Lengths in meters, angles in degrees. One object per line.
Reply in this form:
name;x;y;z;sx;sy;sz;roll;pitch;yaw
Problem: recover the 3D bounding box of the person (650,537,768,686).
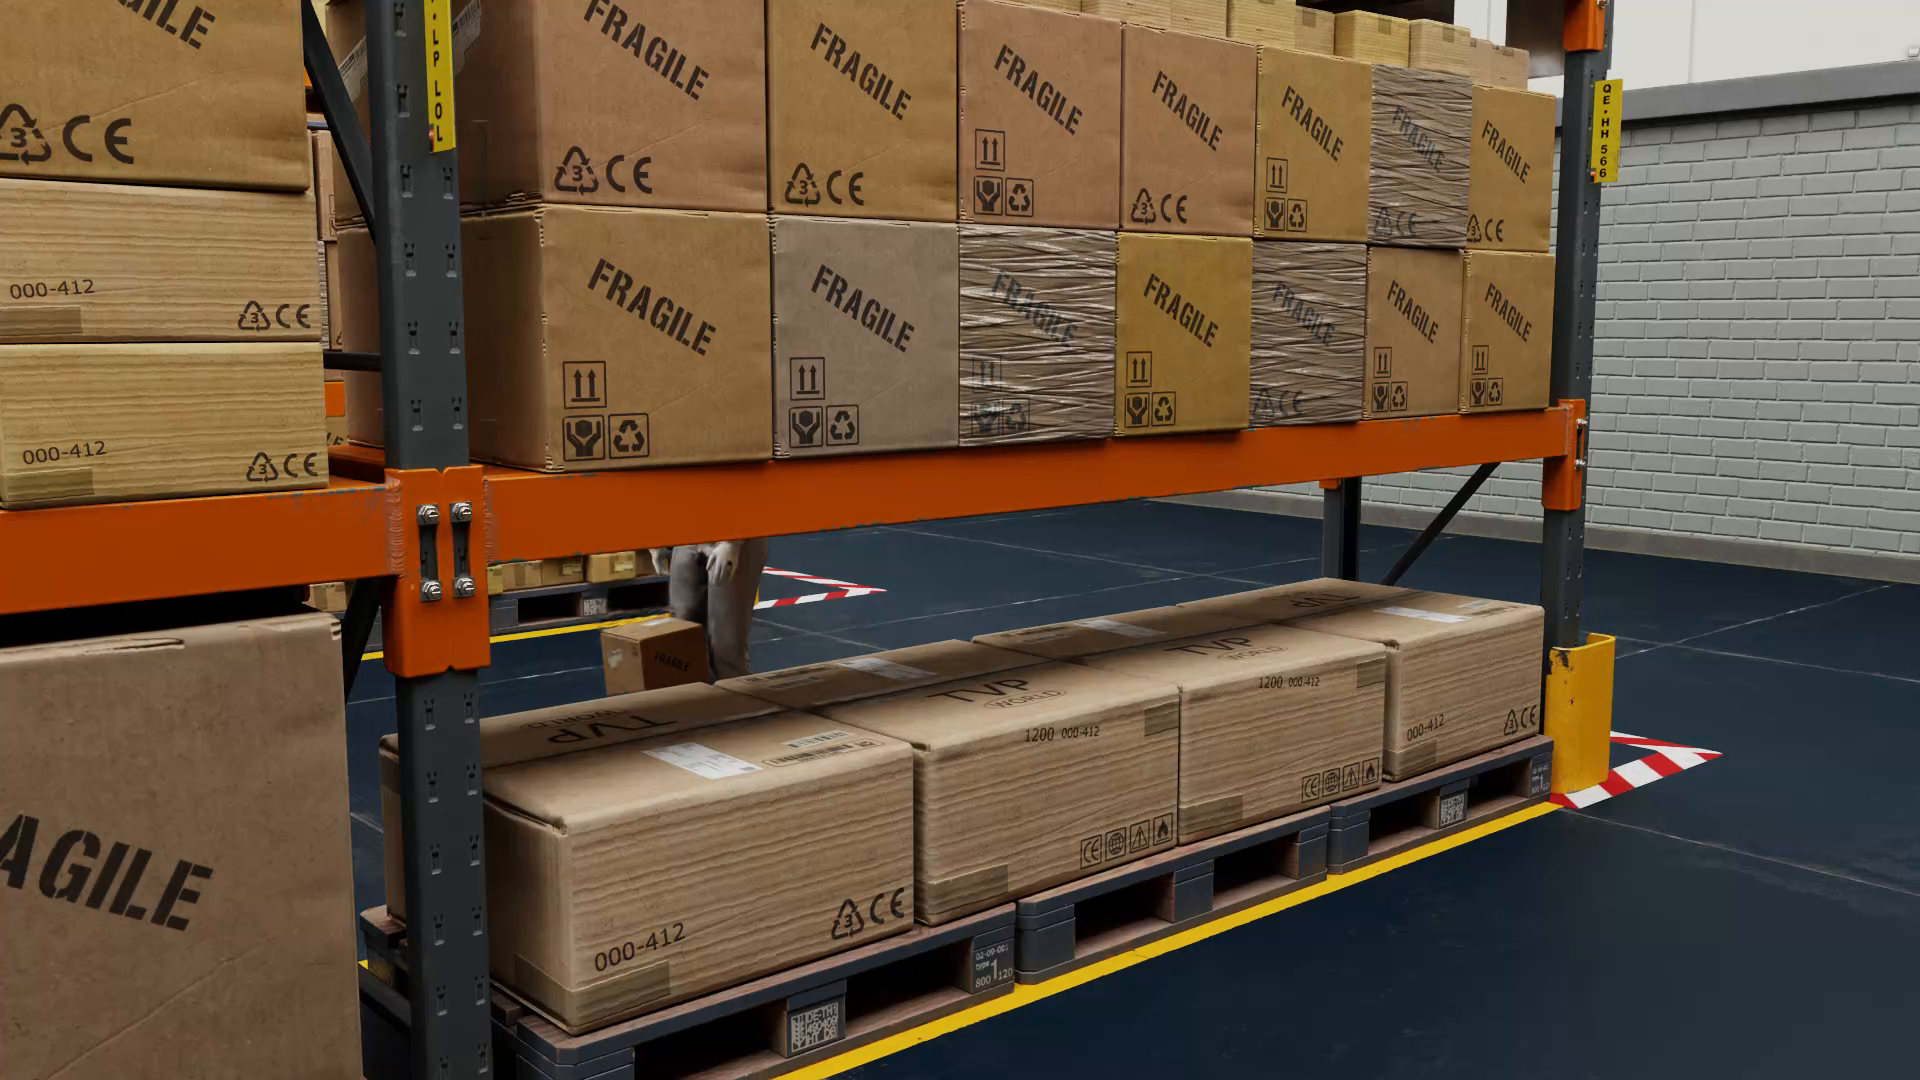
person;-0.833;0.010;5.668;0.359;1.671;0.509;-7;10;-42
